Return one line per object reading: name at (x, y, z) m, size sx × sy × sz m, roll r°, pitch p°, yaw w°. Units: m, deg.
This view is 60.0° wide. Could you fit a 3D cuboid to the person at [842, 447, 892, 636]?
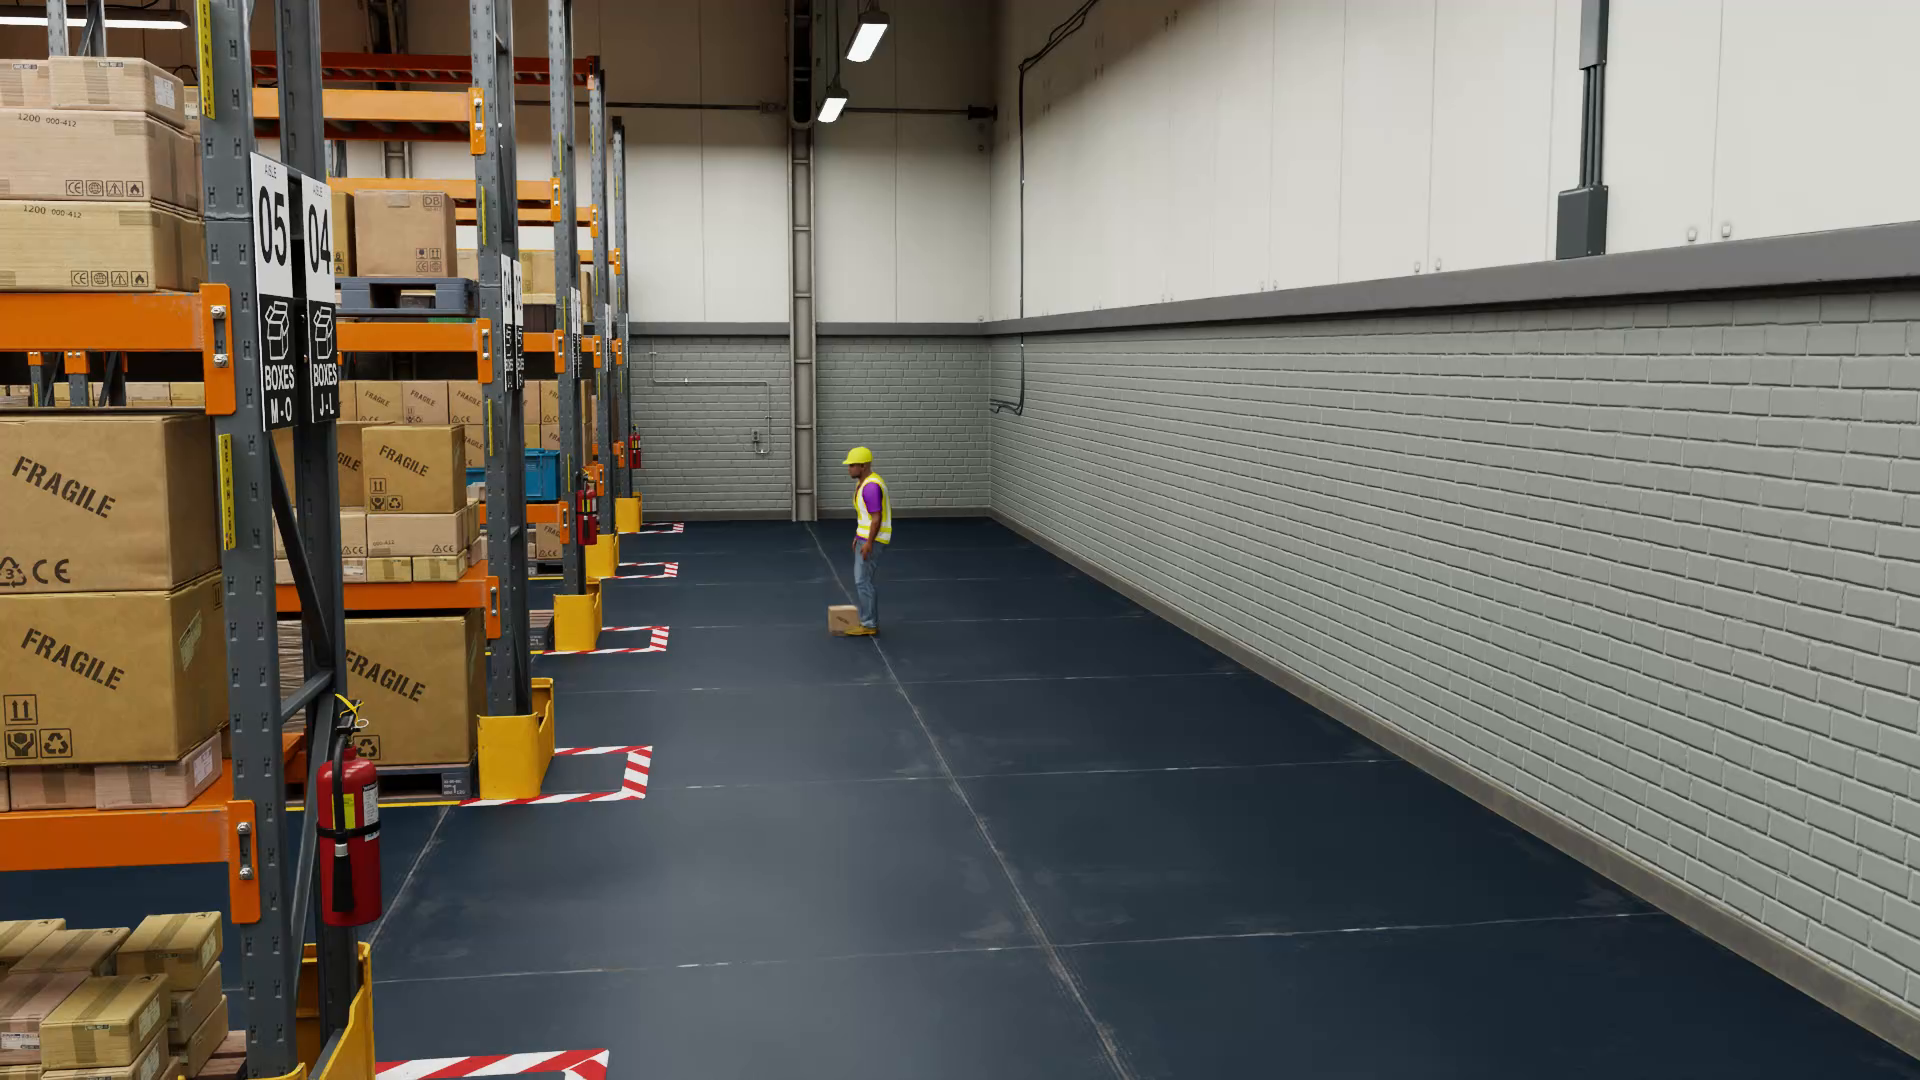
person at (-0.875, 0.007, 15.583) m, size 0.457 × 1.757 × 0.613 m, roll -1°, pitch 7°, yaw -11°
